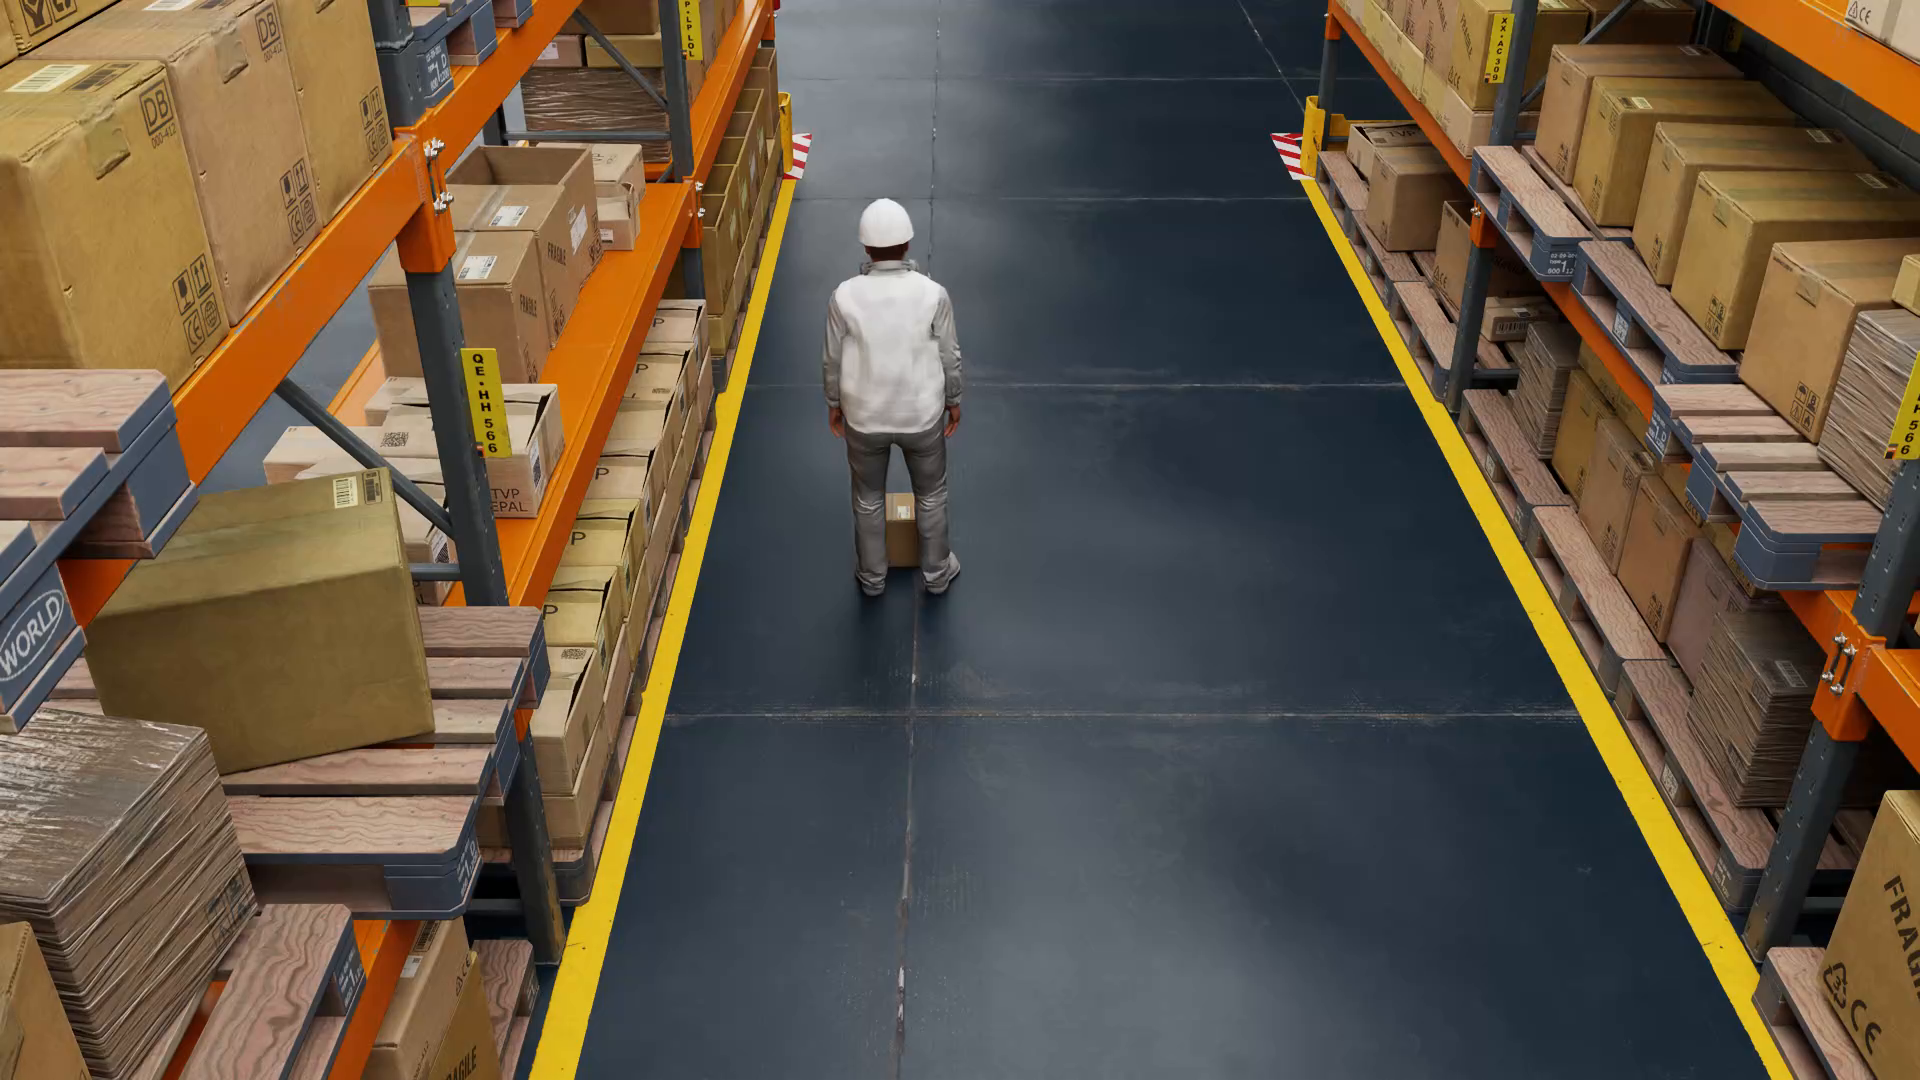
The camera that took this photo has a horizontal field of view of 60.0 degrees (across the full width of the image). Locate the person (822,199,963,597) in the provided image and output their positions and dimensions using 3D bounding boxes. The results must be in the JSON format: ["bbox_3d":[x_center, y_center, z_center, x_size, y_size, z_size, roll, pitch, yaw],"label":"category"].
[{"bbox_3d":[-0.280,-0.564,7.036,0.582,1.771,0.465,0,31,-1],"label":"person"}]
